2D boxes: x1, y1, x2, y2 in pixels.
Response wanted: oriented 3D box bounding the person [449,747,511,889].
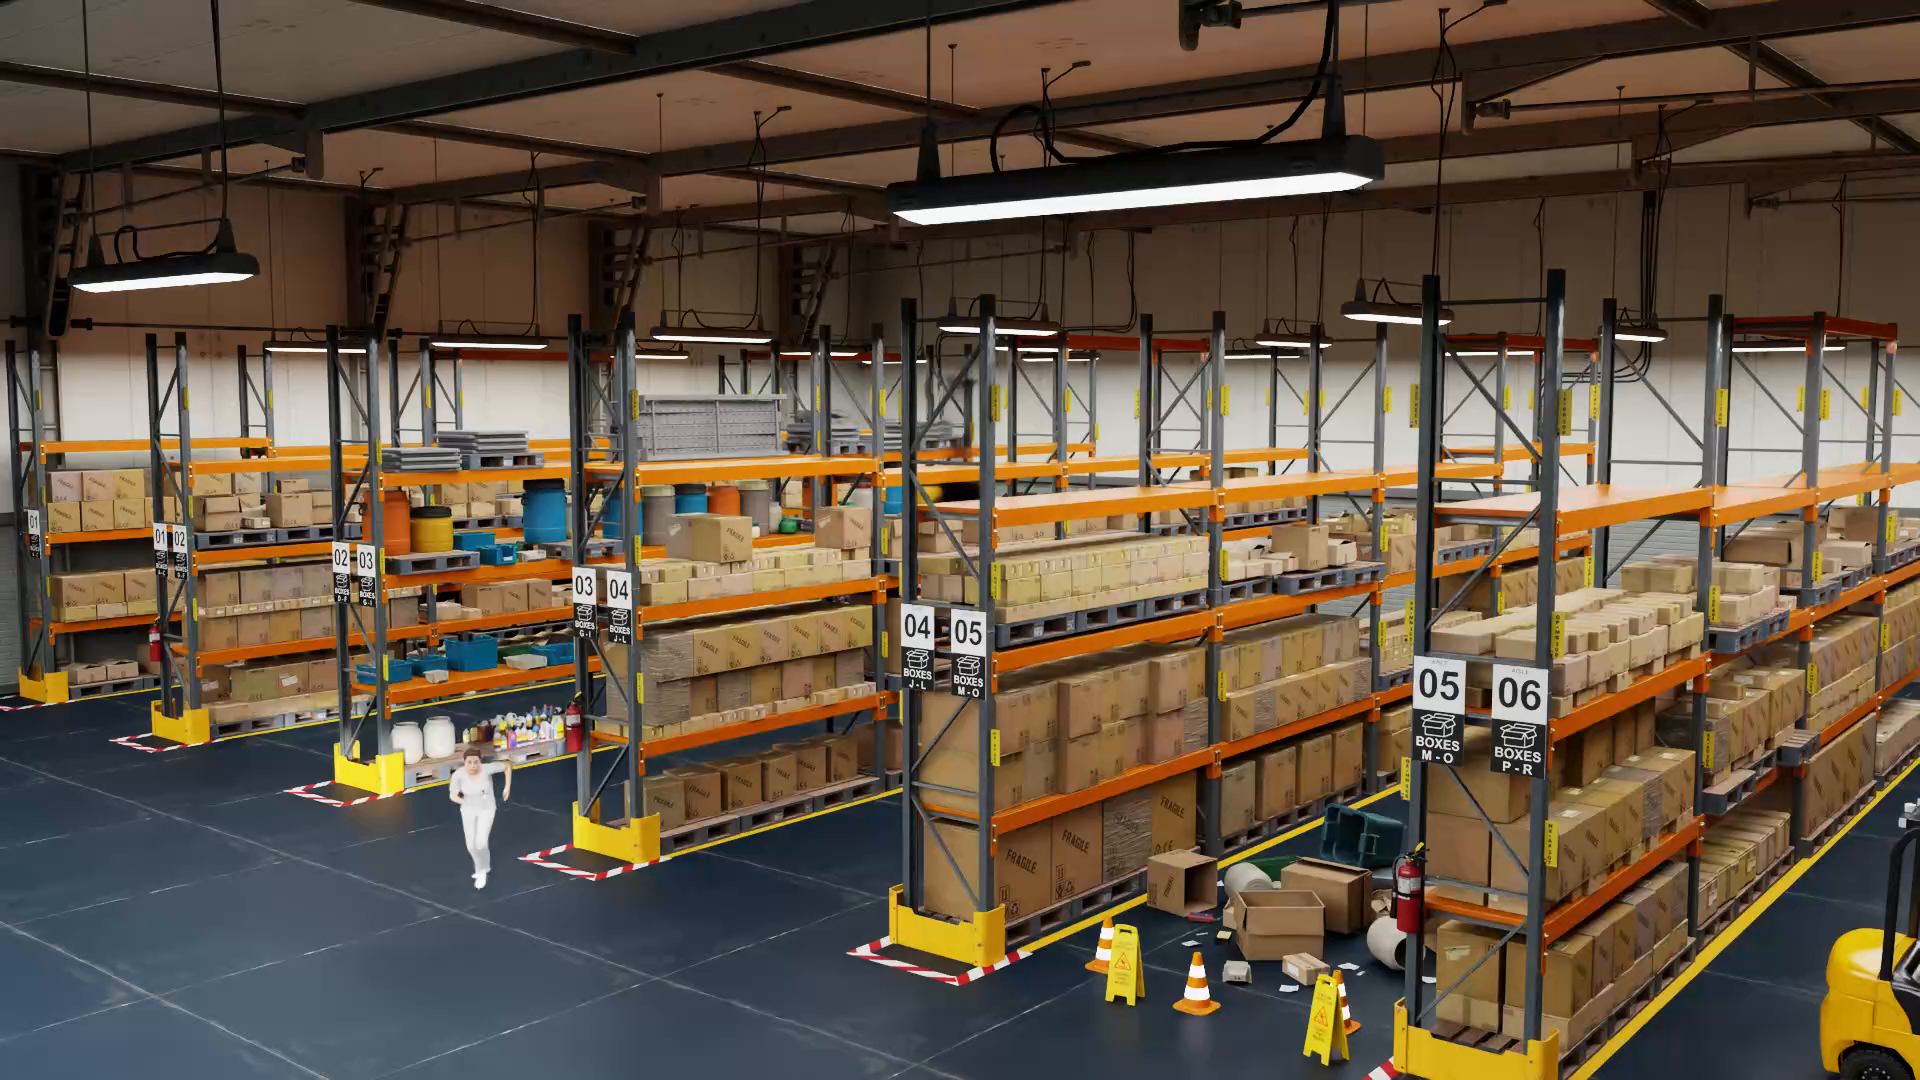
[{"bbox_3d":[-4.957,2.849,17.238,0.593,1.535,0.926,-1,5,-8],"label":"person"}]
